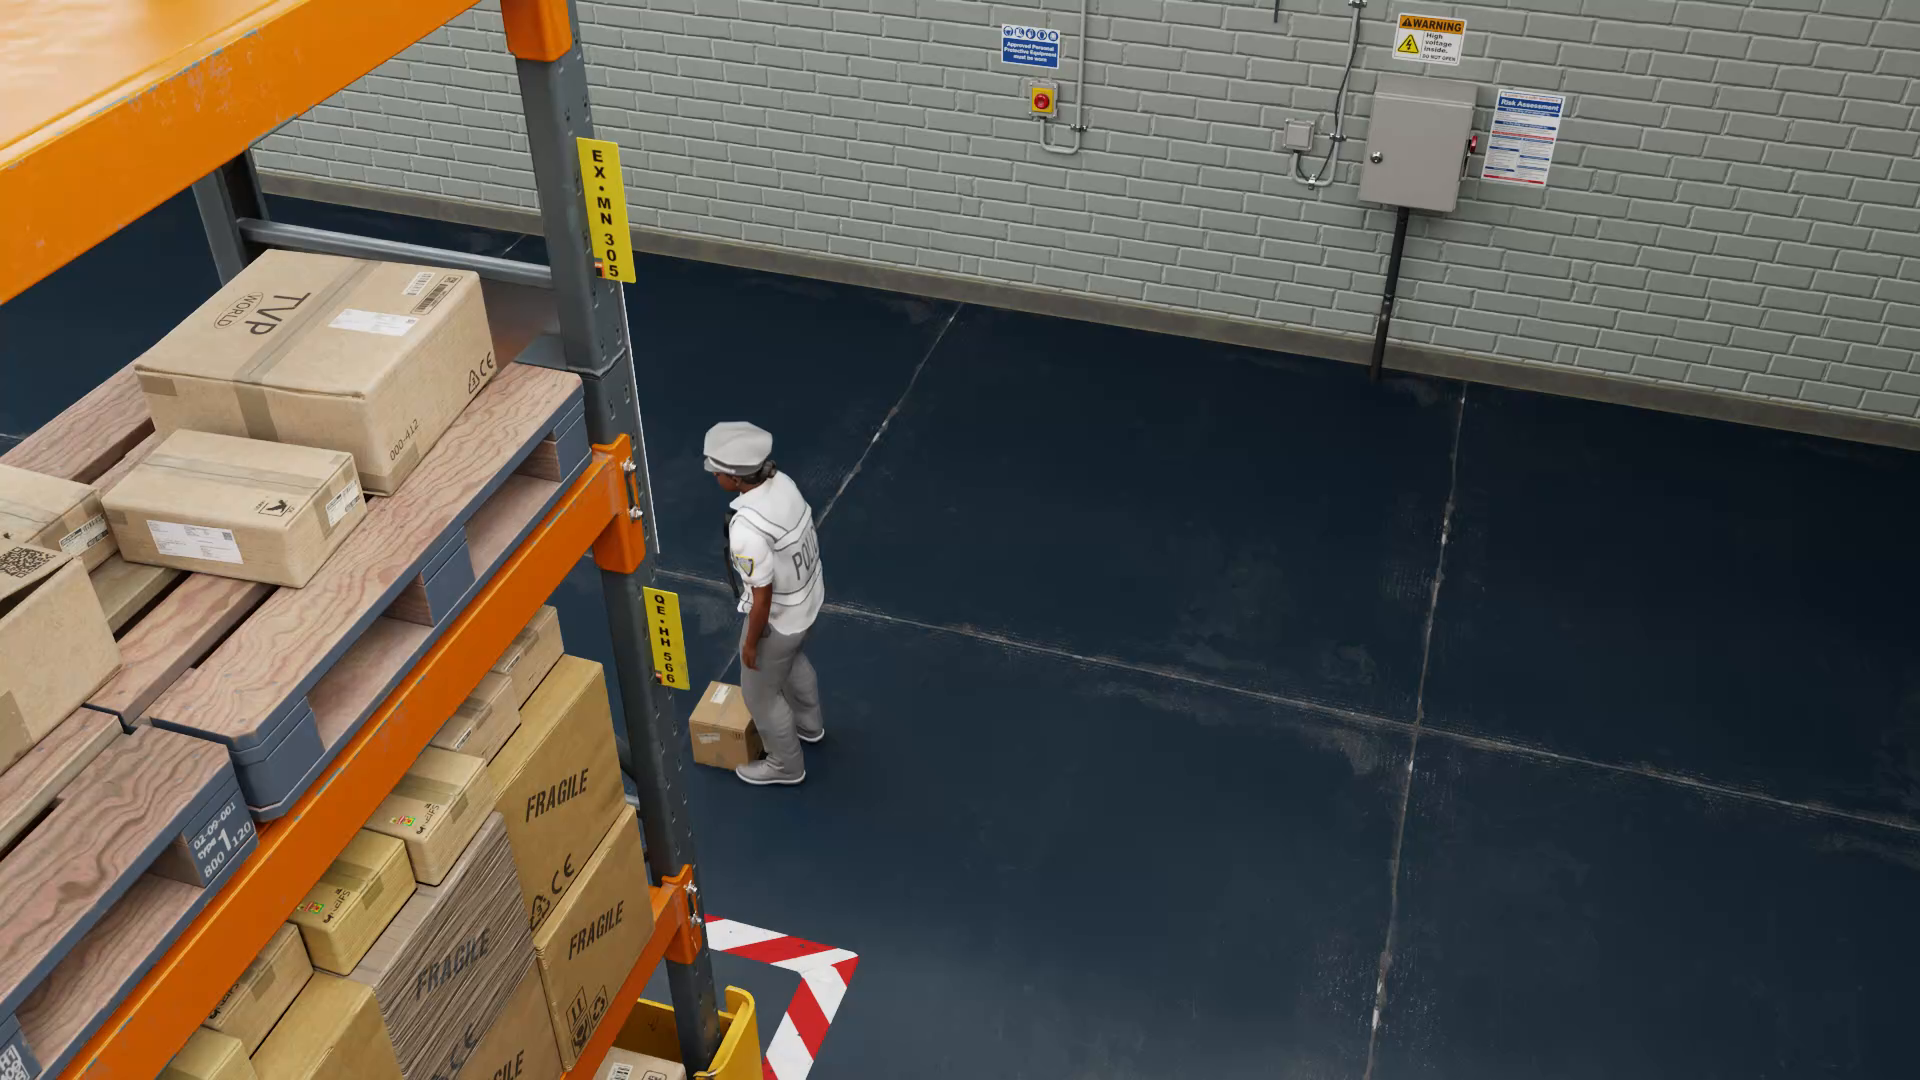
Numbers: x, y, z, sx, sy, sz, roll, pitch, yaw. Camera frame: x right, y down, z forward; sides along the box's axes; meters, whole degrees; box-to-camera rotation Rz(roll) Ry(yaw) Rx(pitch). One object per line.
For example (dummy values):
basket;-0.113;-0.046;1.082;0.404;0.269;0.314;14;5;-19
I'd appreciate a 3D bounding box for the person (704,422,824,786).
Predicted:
person;-0.739;0.267;6.541;0.395;1.658;0.522;9;38;11
